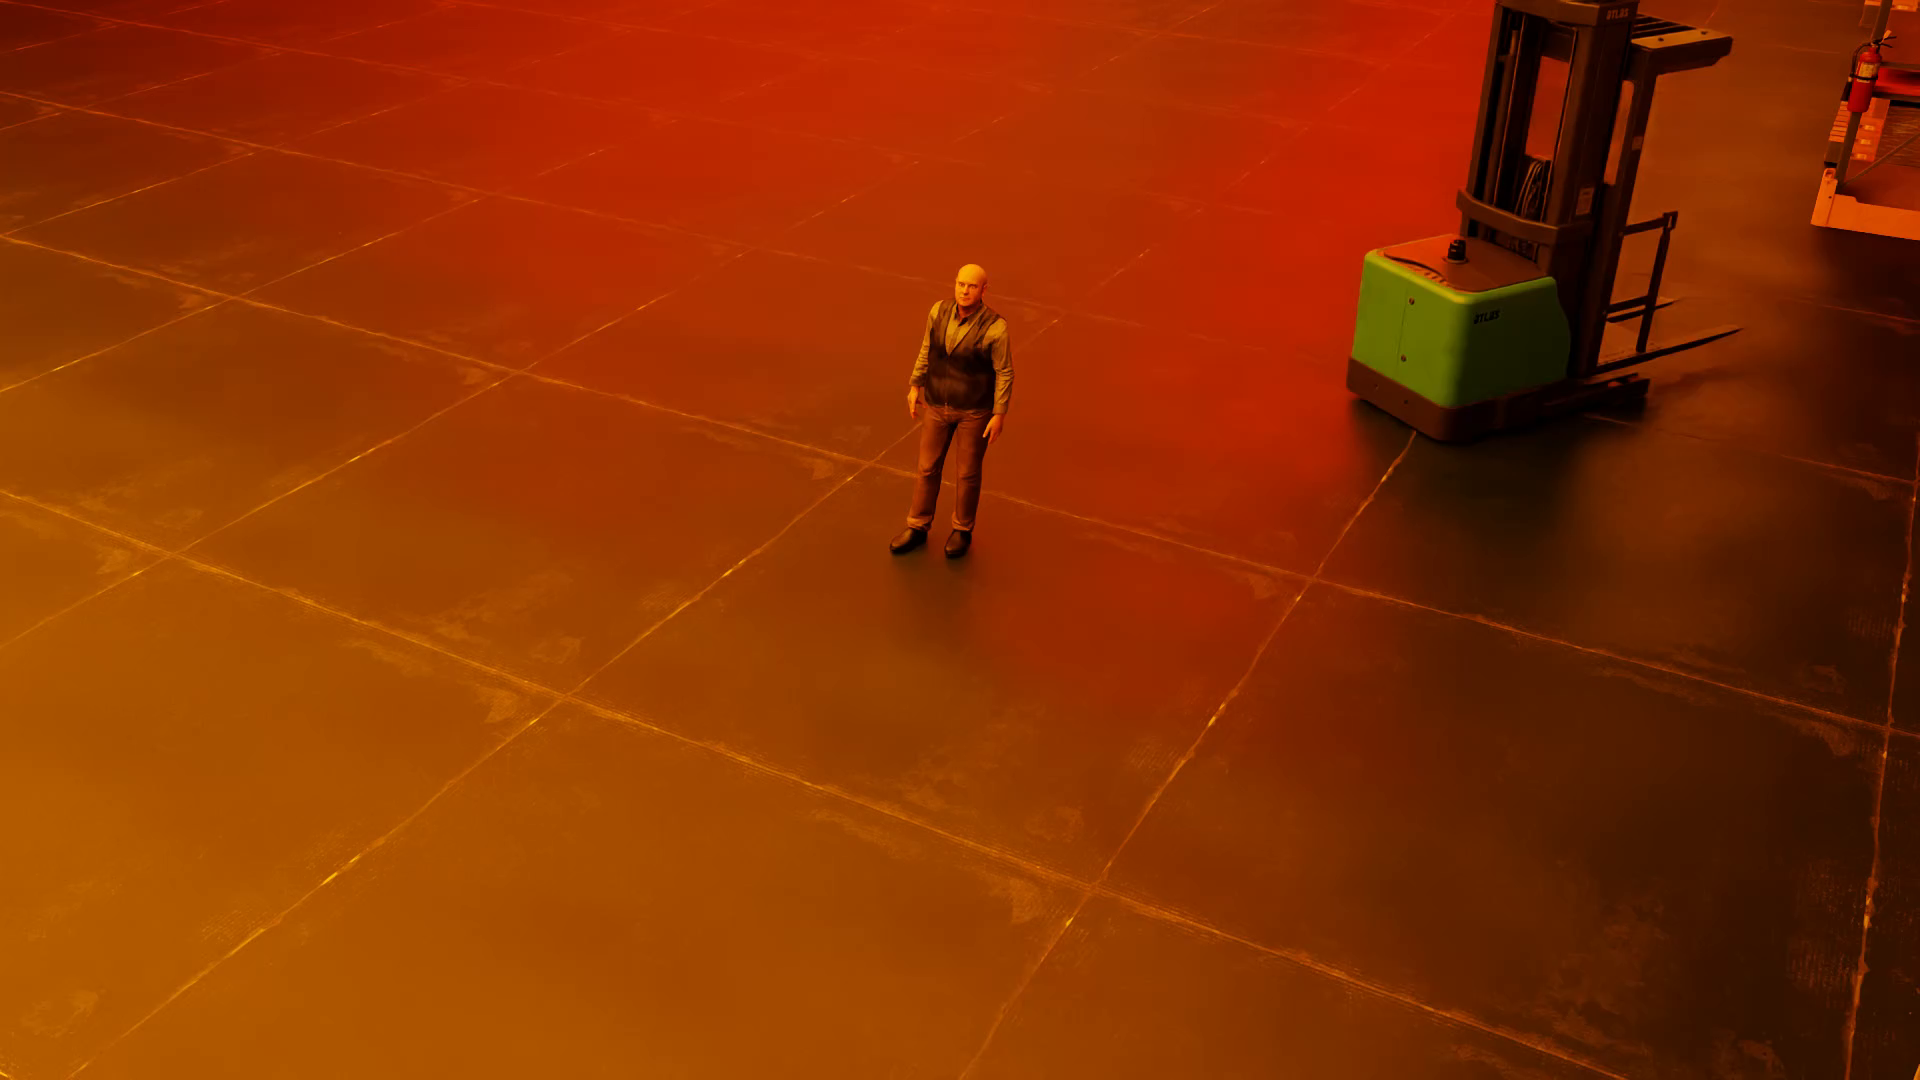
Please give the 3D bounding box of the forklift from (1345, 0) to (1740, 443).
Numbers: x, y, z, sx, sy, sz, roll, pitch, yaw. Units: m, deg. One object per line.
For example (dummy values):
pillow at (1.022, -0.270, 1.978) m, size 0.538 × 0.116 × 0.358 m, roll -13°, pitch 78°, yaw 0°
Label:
forklift at (4.265, -2.430, 11.281) m, size 3.031 × 2.935 × 1.130 m, roll -15°, pitch 33°, yaw -24°

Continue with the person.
person at (-0.037, -0.727, 9.526) m, size 0.632 × 1.720 × 0.568 m, roll 15°, pitch 33°, yaw 25°
